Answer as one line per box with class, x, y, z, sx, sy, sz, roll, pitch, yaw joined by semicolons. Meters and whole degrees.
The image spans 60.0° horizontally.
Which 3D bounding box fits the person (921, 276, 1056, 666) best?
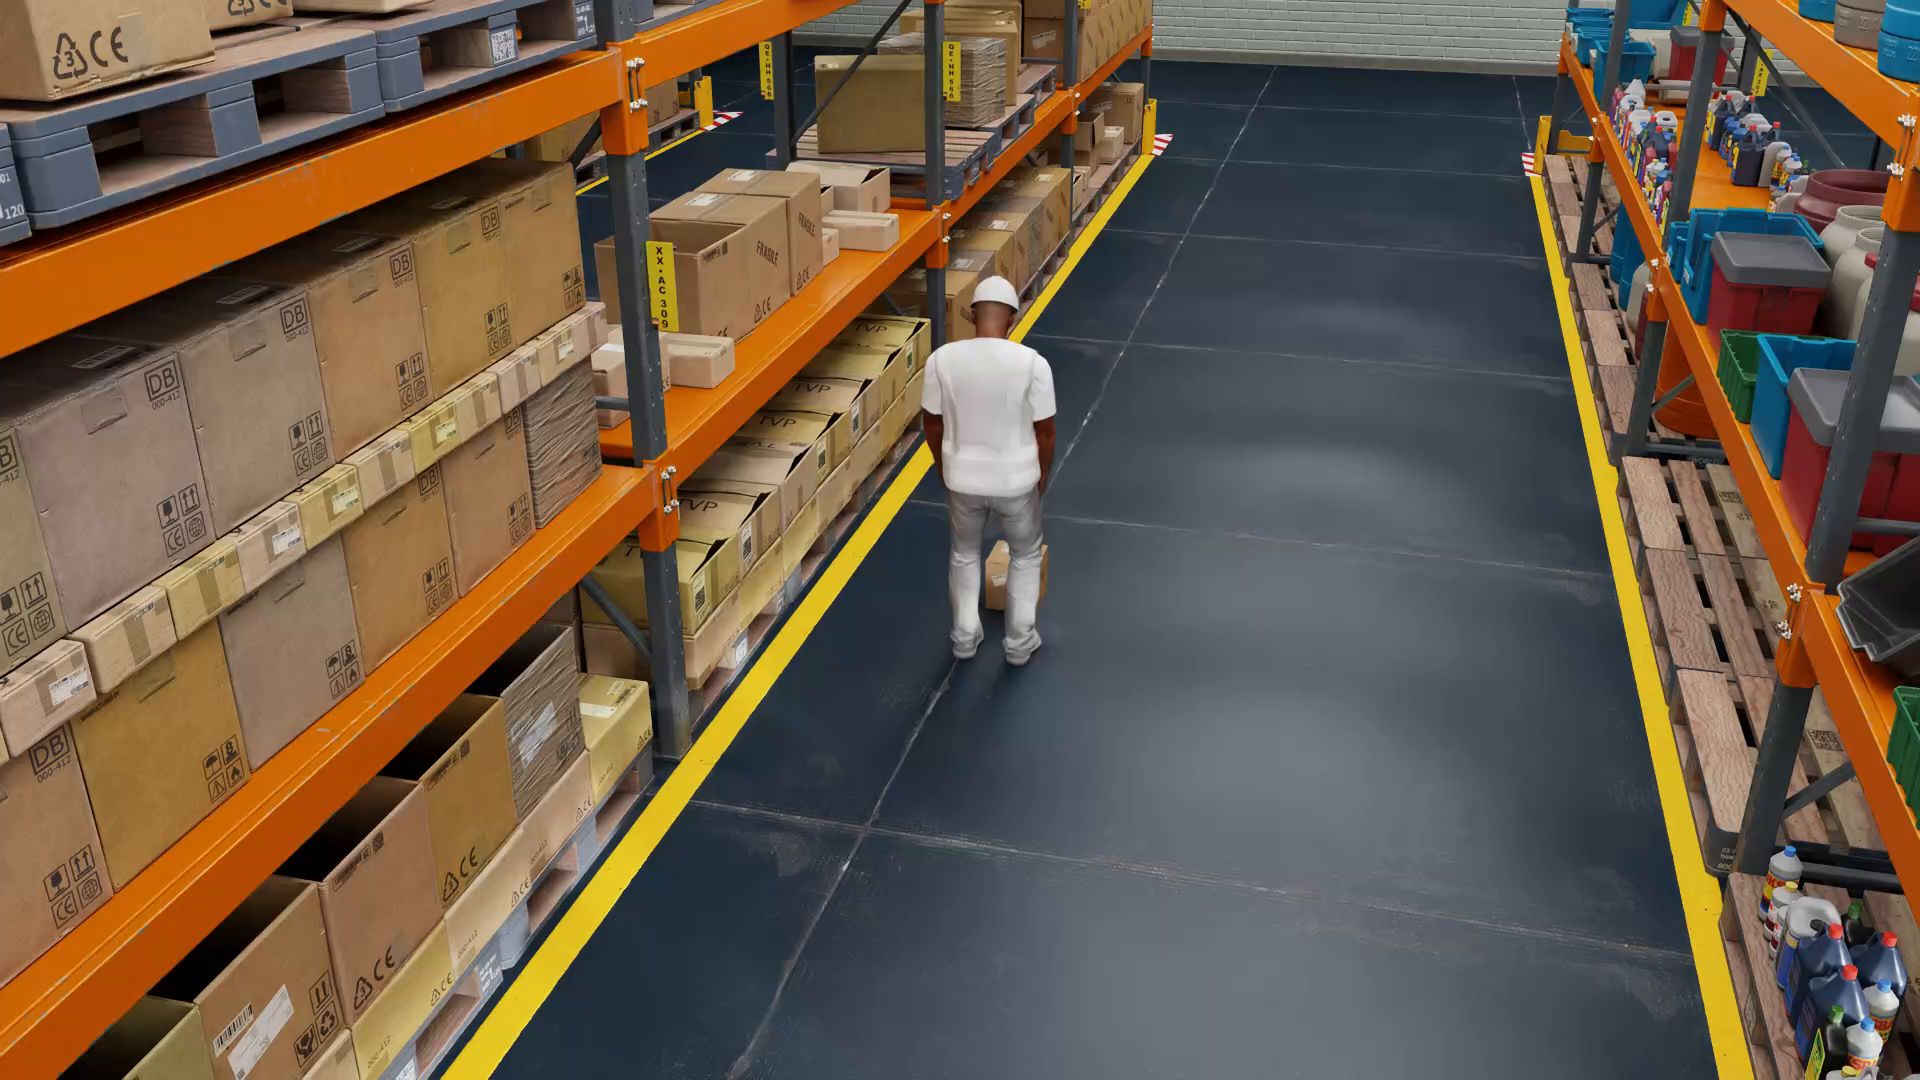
person;0.128;-0.289;7.257;0.591;1.715;0.453;6;26;13
